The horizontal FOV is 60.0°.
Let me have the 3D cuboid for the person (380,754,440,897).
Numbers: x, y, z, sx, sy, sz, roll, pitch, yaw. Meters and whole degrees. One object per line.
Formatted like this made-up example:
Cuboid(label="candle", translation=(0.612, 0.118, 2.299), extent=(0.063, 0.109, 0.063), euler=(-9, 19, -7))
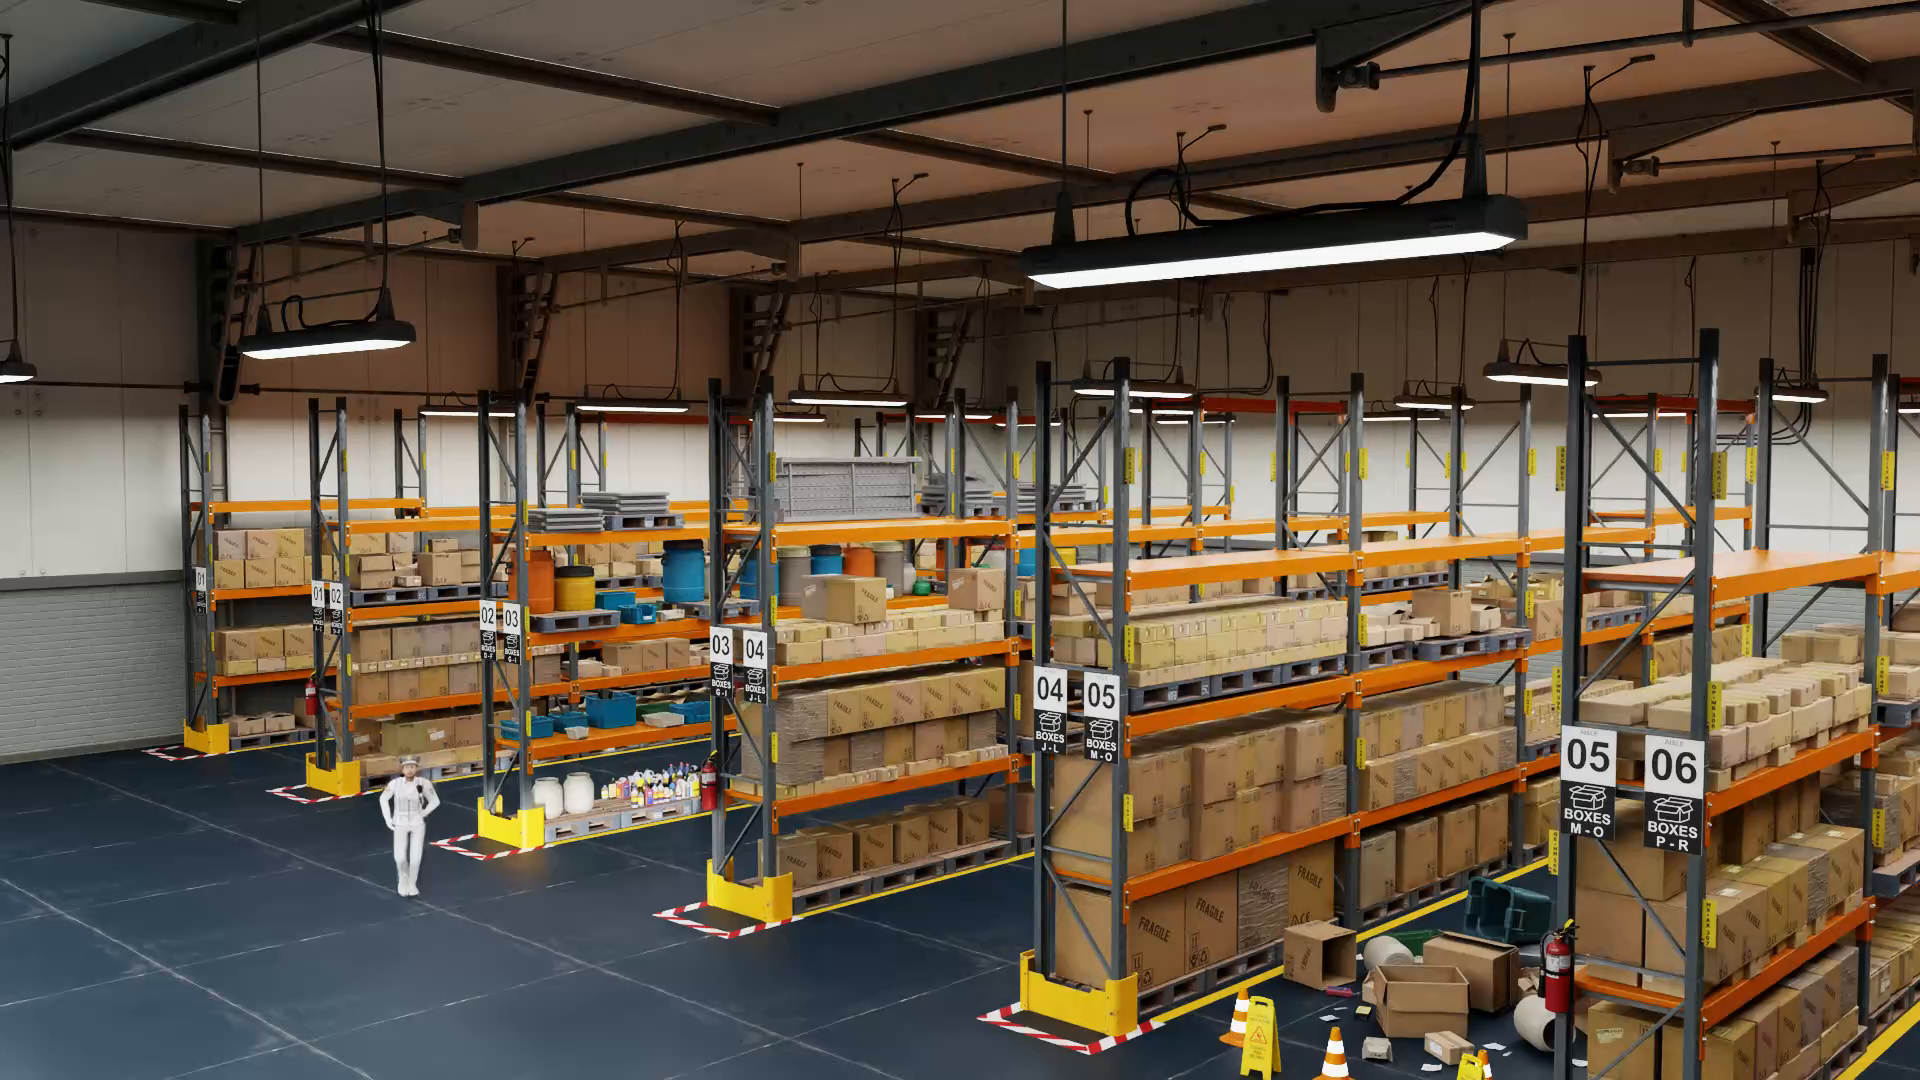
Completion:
Cuboid(label="person", translation=(-6.363, 3.306, 19.237), extent=(0.669, 1.670, 0.517), euler=(-1, 3, -16))
